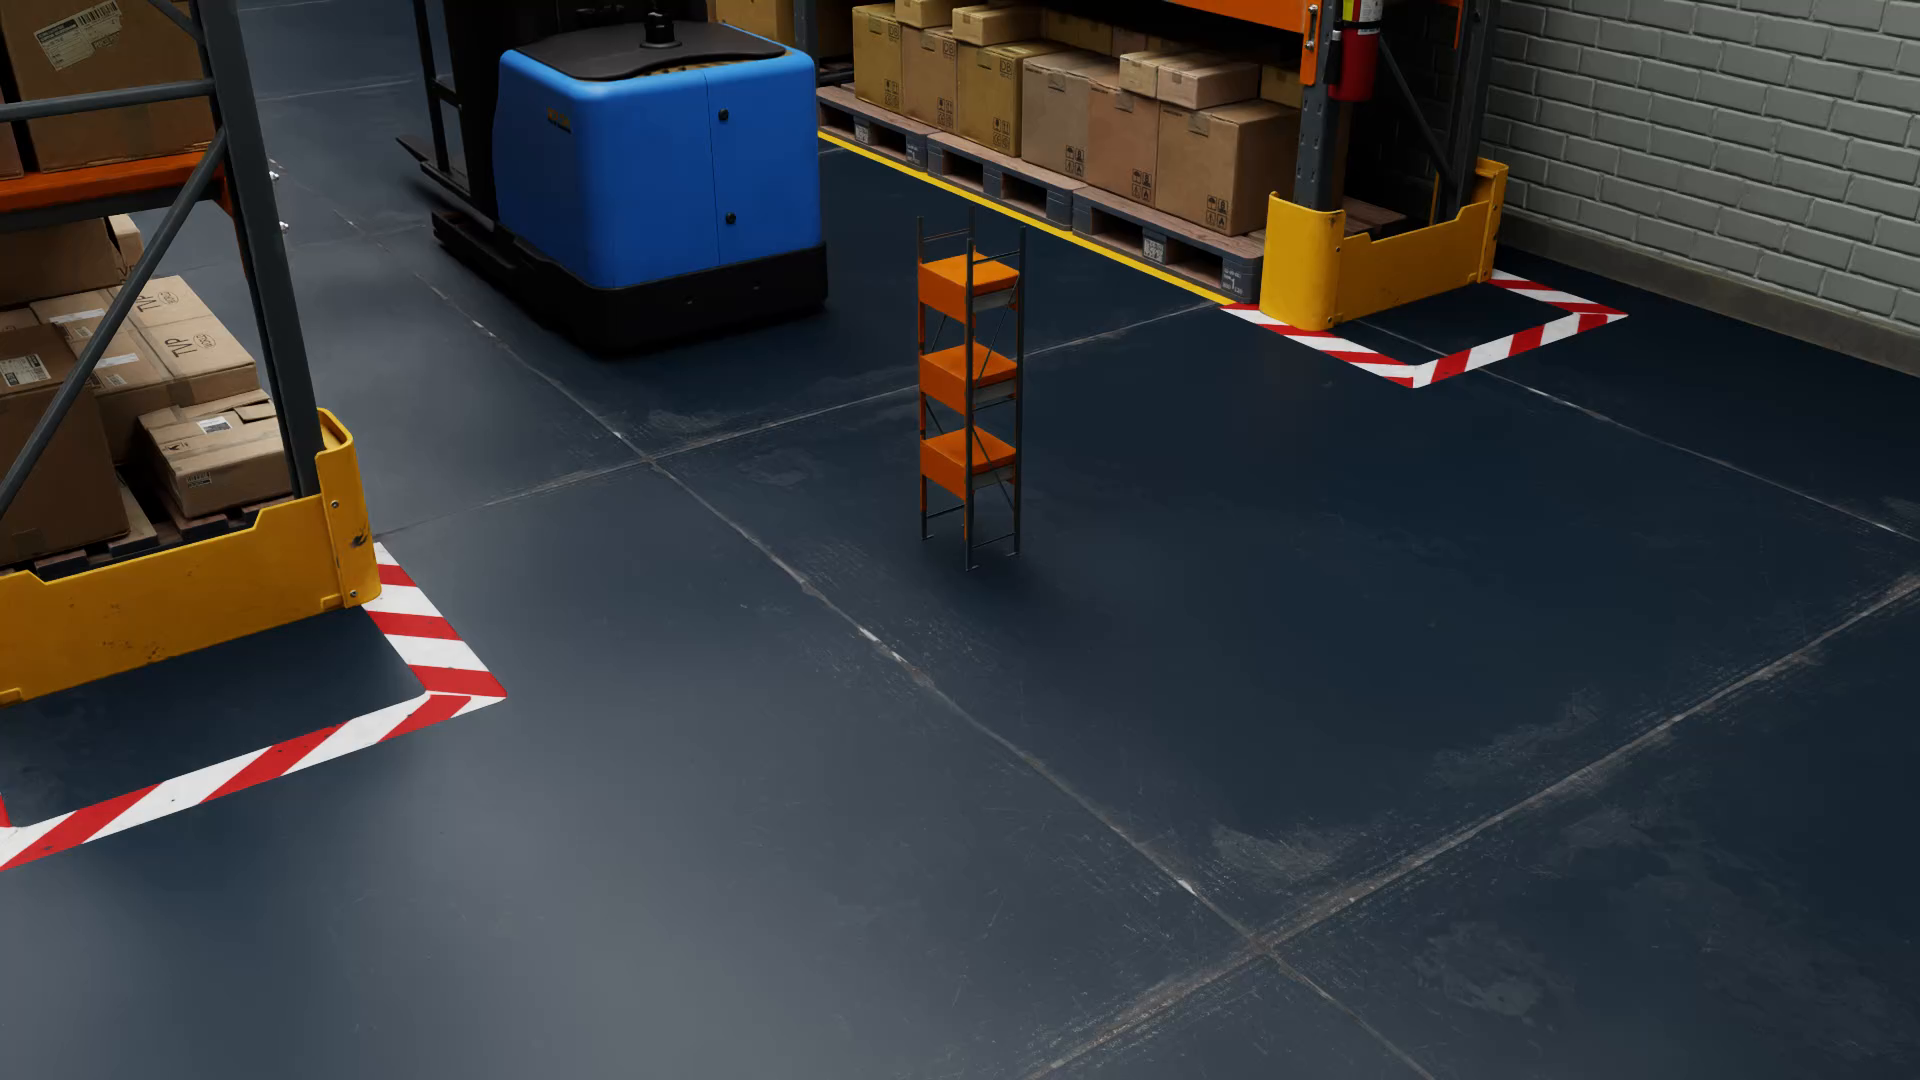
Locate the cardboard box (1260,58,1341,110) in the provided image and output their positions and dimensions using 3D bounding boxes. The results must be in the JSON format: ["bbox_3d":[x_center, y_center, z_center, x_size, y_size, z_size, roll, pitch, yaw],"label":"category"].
[{"bbox_3d":[1.549,-2.021,7.328,0.380,0.149,0.250,-19,34,-30],"label":"cardboard box"}]

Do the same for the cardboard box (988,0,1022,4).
[{"bbox_3d":[0.370,-2.811,8.782,0.380,0.149,0.250,-20,34,-32],"label":"cardboard box"}]

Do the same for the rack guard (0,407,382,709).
[{"bbox_3d":[-2.276,0.043,4.647,1.175,0.500,0.348,-19,34,-31],"label":"rack guard"}]

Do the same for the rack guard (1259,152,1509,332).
[{"bbox_3d":[1.815,-1.291,7.104,1.175,0.500,0.348,-19,34,-31],"label":"rack guard"}]

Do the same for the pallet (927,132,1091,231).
[{"bbox_3d":[0.570,-1.937,8.595,1.003,0.211,1.213,-19,34,-31],"label":"pallet"}]

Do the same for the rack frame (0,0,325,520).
[{"bbox_3d":[-2.232,-1.026,3.996,1.000,3.000,0.127,-19,34,-31],"label":"rack frame"}]

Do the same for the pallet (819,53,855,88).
[{"bbox_3d":[-1.028,-3.008,10.567,1.003,0.211,1.213,-19,34,-31],"label":"pallet"}]

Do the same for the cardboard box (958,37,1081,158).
[{"bbox_3d":[0.416,-2.325,8.566,0.700,0.500,0.500,-18,33,-30],"label":"cardboard box"}]

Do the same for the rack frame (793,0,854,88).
[{"bbox_3d":[-0.519,-3.954,9.387,1.000,3.000,0.127,-19,34,-31],"label":"rack frame"}]

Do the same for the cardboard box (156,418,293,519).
[{"bbox_3d":[-2.194,-0.225,5.047,0.380,0.149,0.250,-19,34,-31],"label":"cardboard box"}]

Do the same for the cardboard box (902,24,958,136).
[{"bbox_3d":[0.120,-2.525,8.935,0.700,0.500,0.500,-19,34,-31],"label":"cardboard box"}]

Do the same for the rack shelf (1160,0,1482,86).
[{"bbox_3d":[0.641,-2.860,8.128,1.077,0.370,4.000,-19,34,-31],"label":"rack shelf"}]

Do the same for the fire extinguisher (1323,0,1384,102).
[{"bbox_3d":[1.513,-2.015,6.288,0.296,0.674,0.183,-19,34,-31],"label":"fire extinguisher"}]

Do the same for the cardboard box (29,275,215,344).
[{"bbox_3d":[-2.896,-0.690,5.797,0.500,0.250,0.500,-19,34,-31],"label":"cardboard box"}]

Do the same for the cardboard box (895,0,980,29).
[{"bbox_3d":[-0.118,-2.822,8.803,0.380,0.149,0.250,-18,33,-29],"label":"cardboard box"}]

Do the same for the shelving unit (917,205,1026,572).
[{"bbox_3d":[0.031,-0.441,4.961,0.215,1.050,0.252,-19,34,-31],"label":"shelving unit"}]

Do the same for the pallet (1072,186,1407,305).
[{"bbox_3d":[1.274,-1.463,7.722,1.003,0.211,1.213,-19,34,-31],"label":"pallet"}]

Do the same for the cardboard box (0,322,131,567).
[{"bbox_3d":[-2.748,-0.264,4.752,0.500,0.500,0.500,-19,34,-31],"label":"cardboard box"}]

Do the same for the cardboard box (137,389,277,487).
[{"bbox_3d":[-2.339,-0.330,5.222,0.380,0.166,0.250,-19,34,-31],"label":"cardboard box"}]

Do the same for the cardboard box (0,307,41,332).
[{"bbox_3d":[-3.274,-0.532,5.507,0.500,0.250,0.500,-19,34,-31],"label":"cardboard box"}]

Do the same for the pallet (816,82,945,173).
[{"bbox_3d":[-0.141,-2.411,9.469,1.003,0.211,1.213,-19,34,-31],"label":"pallet"}]

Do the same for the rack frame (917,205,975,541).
[{"bbox_3d":[-0.040,-0.488,5.048,0.200,1.050,0.008,-19,34,-31],"label":"rack frame"}]

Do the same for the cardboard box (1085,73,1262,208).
[{"bbox_3d":[1.024,-1.924,7.829,0.700,0.500,0.500,-19,34,-31],"label":"cardboard box"}]

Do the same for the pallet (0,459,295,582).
[{"bbox_3d":[-2.739,-0.140,5.287,1.003,0.211,1.213,-19,34,-31],"label":"pallet"}]

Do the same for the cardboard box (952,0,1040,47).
[{"bbox_3d":[0.184,-2.619,8.430,0.380,0.149,0.250,-20,34,-32],"label":"cardboard box"}]

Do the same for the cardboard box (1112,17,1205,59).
[{"bbox_3d":[0.962,-2.414,8.052,0.380,0.149,0.250,-18,33,-30],"label":"cardboard box"}]

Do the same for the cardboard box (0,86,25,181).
[{"bbox_3d":[-2.713,-1.169,4.154,0.500,0.500,0.500,-18,33,-29],"label":"cardboard box"}]

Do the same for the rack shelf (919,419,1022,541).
[{"bbox_3d":[0.031,-0.187,5.099,0.215,0.259,0.240,-19,34,-31],"label":"rack shelf"}]

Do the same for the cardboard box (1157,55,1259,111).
[{"bbox_3d":[1.091,-2.014,7.315,0.380,0.149,0.250,-19,34,-31],"label":"cardboard box"}]

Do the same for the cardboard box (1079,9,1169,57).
[{"bbox_3d":[0.813,-2.514,8.235,0.380,0.149,0.250,-18,33,-30],"label":"cardboard box"}]

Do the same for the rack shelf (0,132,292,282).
[{"bbox_3d":[-3.392,-1.488,5.600,1.077,0.370,4.000,-19,34,-31],"label":"rack shelf"}]

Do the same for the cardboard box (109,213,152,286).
[{"bbox_3d":[-3.555,-1.158,6.596,0.500,0.311,0.500,-19,34,-31],"label":"cardboard box"}]

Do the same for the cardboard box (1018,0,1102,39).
[{"bbox_3d":[0.516,-2.712,8.601,0.380,0.149,0.250,-18,33,-30],"label":"cardboard box"}]

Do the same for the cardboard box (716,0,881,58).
[{"bbox_3d":[-1.002,-3.411,10.199,0.750,0.750,0.750,-18,33,-30],"label":"cardboard box"}]

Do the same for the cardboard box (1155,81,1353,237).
[{"bbox_3d":[1.314,-1.729,7.471,0.700,0.500,0.500,-19,34,-31],"label":"cardboard box"}]

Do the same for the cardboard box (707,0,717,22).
[{"bbox_3d":[-1.520,-3.755,10.834,0.750,0.750,0.750,-18,33,-29],"label":"cardboard box"}]

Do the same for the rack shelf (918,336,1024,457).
[{"bbox_3d":[0.031,-0.431,4.966,0.215,0.259,0.240,-19,34,-31],"label":"rack shelf"}]

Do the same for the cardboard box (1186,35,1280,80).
[{"bbox_3d":[1.255,-2.218,7.690,0.380,0.149,0.250,-19,34,-31],"label":"cardboard box"}]

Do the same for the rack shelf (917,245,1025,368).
[{"bbox_3d":[0.031,-0.681,4.831,0.215,0.259,0.240,-19,34,-31],"label":"rack shelf"}]

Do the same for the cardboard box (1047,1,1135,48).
[{"bbox_3d":[0.666,-2.612,8.416,0.380,0.149,0.250,-19,34,-31],"label":"cardboard box"}]

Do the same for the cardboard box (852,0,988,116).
[{"bbox_3d":[-0.168,-2.721,9.296,0.700,0.500,0.500,-18,33,-30],"label":"cardboard box"}]

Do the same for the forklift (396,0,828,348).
[{"bbox_3d":[-1.801,-2.690,7.133,1.130,2.935,3.031,-18,33,-30],"label":"forklift"}]

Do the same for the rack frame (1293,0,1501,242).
[{"bbox_3d":[1.801,-2.399,6.524,1.000,3.000,0.127,-19,34,-31],"label":"rack frame"}]

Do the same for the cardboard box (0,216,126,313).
[{"bbox_3d":[-3.458,-0.949,6.008,0.797,0.503,0.637,-19,34,-31],"label":"cardboard box"}]

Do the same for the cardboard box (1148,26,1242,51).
[{"bbox_3d":[1.110,-2.315,7.870,0.380,0.149,0.250,-18,34,-30],"label":"cardboard box"}]

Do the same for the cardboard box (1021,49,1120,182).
[{"bbox_3d":[0.731,-2.119,8.188,0.700,0.500,0.500,-20,34,-32],"label":"cardboard box"}]

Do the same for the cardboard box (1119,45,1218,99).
[{"bbox_3d":[0.942,-2.113,7.497,0.380,0.149,0.250,-18,33,-29],"label":"cardboard box"}]

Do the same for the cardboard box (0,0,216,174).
[{"bbox_3d":[-2.274,-1.316,4.425,0.500,0.500,0.500,-18,33,-30],"label":"cardboard box"}]

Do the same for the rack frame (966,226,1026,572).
[{"bbox_3d":[0.102,-0.393,4.874,0.200,1.050,0.008,-19,34,-31],"label":"rack frame"}]

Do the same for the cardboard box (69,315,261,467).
[{"bbox_3d":[-2.606,-0.495,5.439,0.500,0.250,0.500,-19,34,-31],"label":"cardboard box"}]
